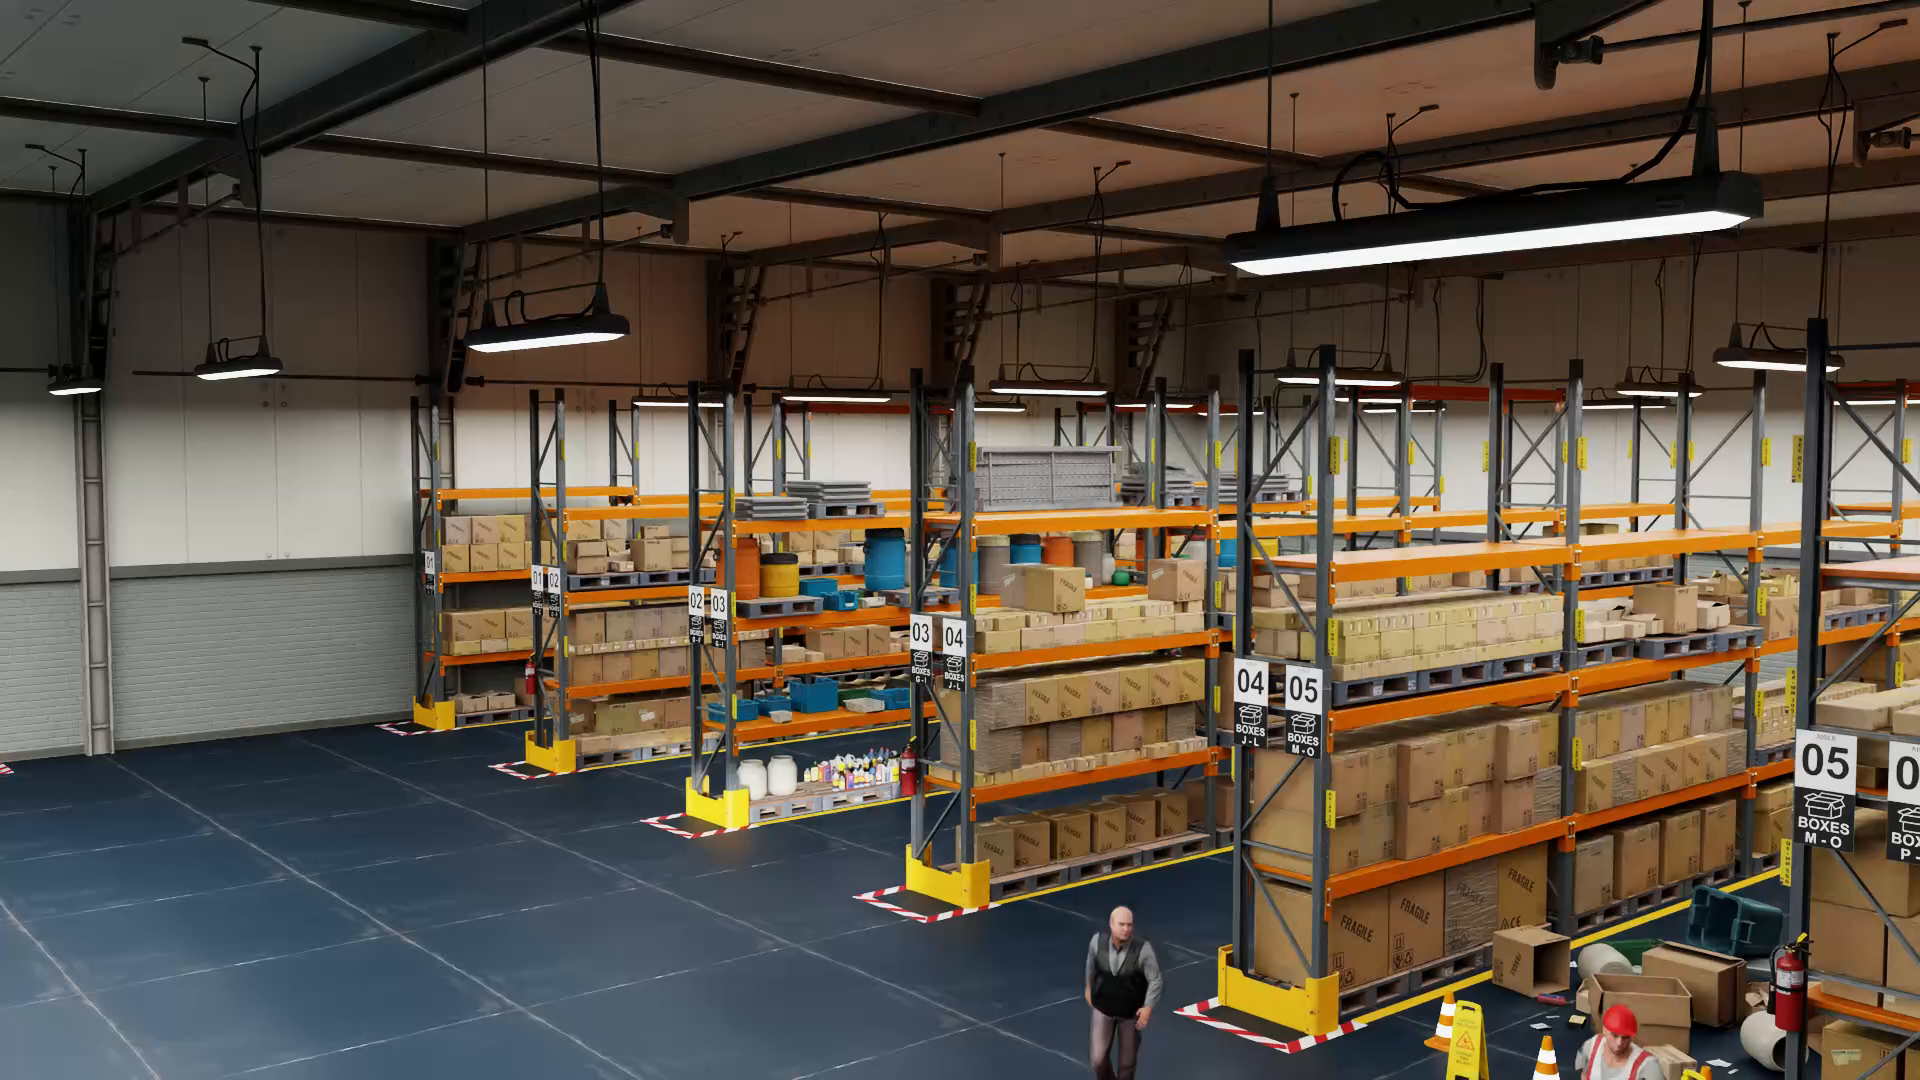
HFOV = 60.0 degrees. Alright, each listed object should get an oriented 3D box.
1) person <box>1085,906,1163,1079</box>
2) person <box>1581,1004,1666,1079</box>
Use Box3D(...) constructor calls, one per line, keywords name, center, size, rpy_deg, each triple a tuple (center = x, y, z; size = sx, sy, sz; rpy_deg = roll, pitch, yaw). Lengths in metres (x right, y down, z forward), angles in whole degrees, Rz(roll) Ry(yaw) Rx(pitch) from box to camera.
Box3D(name="person", center=(1.218, 3.572, 12.548), size=(0.640, 1.668, 0.801), rpy_deg=(1, 3, 13))
Box3D(name="person", center=(4.053, 3.676, 10.280), size=(0.673, 1.717, 0.636), rpy_deg=(3, 5, 42))
